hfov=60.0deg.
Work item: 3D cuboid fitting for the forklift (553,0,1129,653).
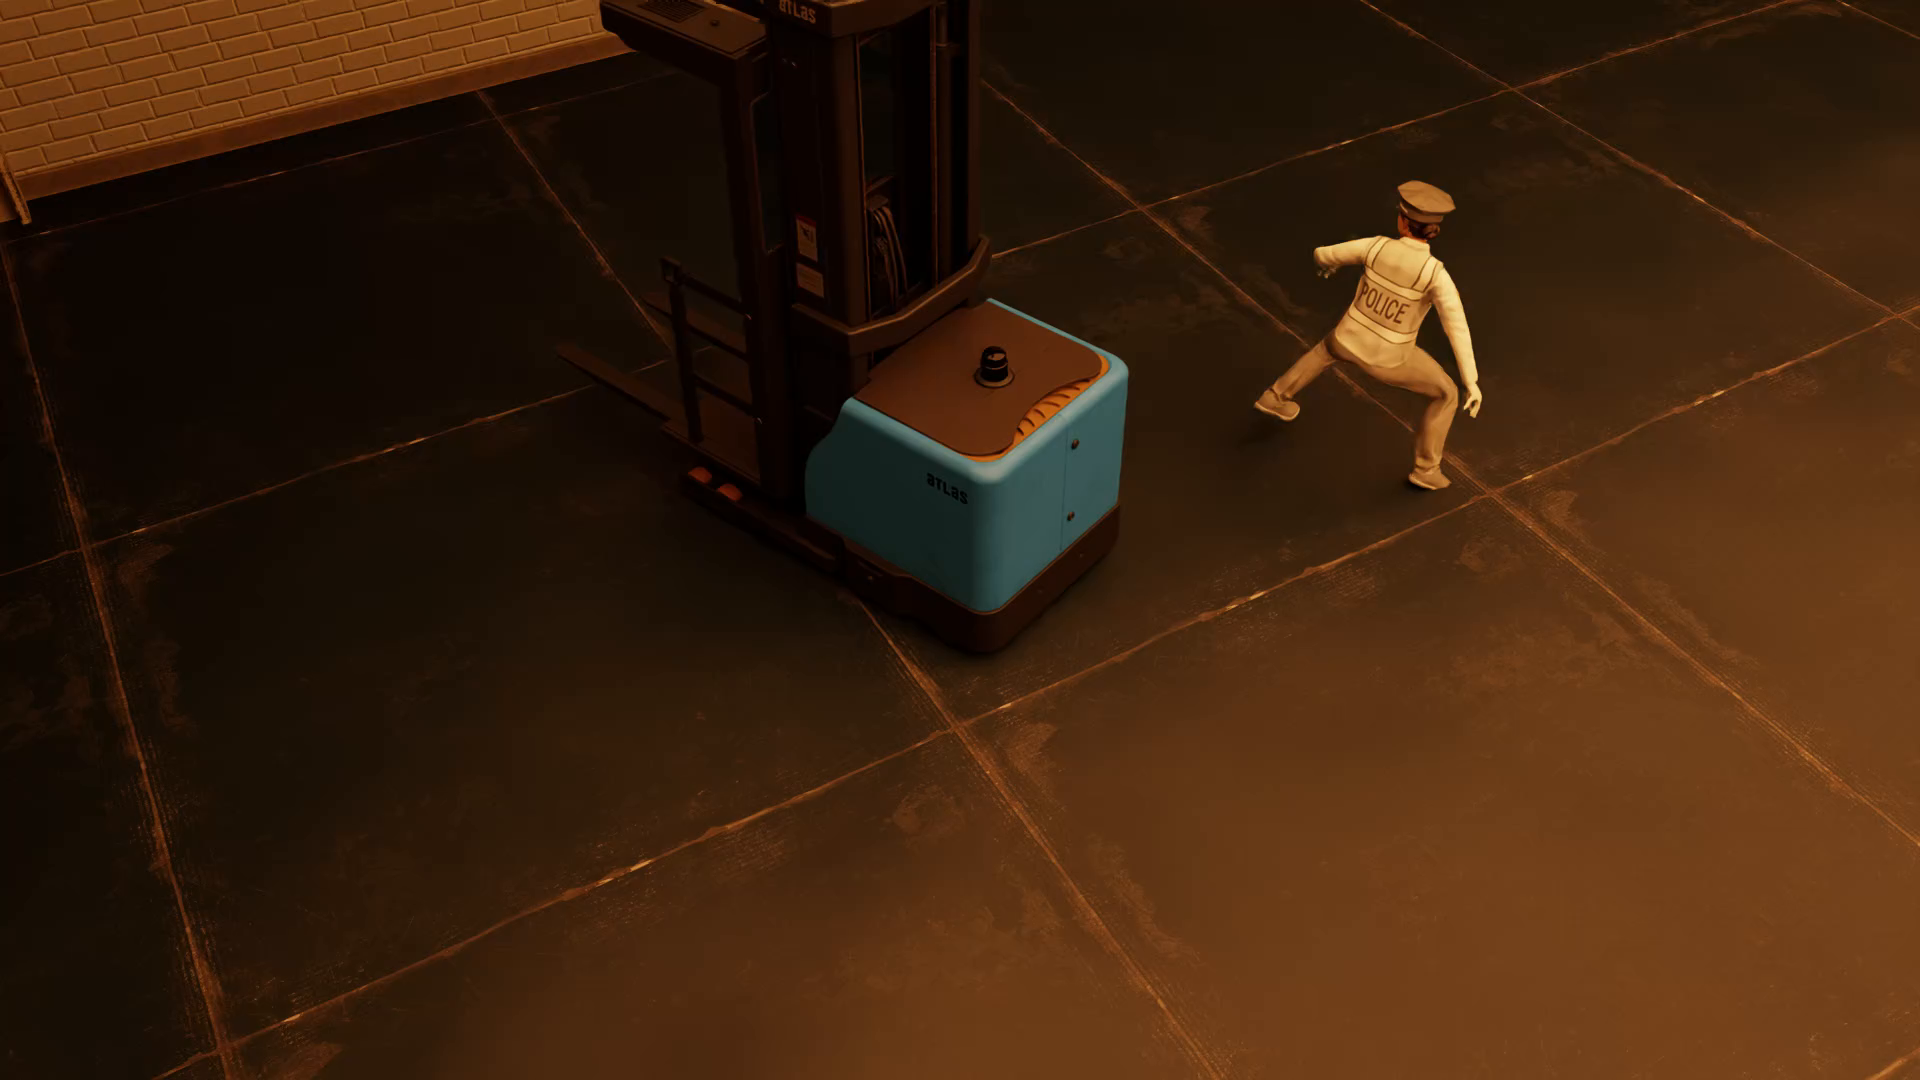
[{"bbox_3d":[-0.723,-1.429,7.239,3.031,2.935,1.130,29,50,28],"label":"forklift"}]

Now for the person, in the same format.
[{"bbox_3d":[2.013,-0.904,7.774,1.098,1.573,0.490,34,53,31],"label":"person"}]
